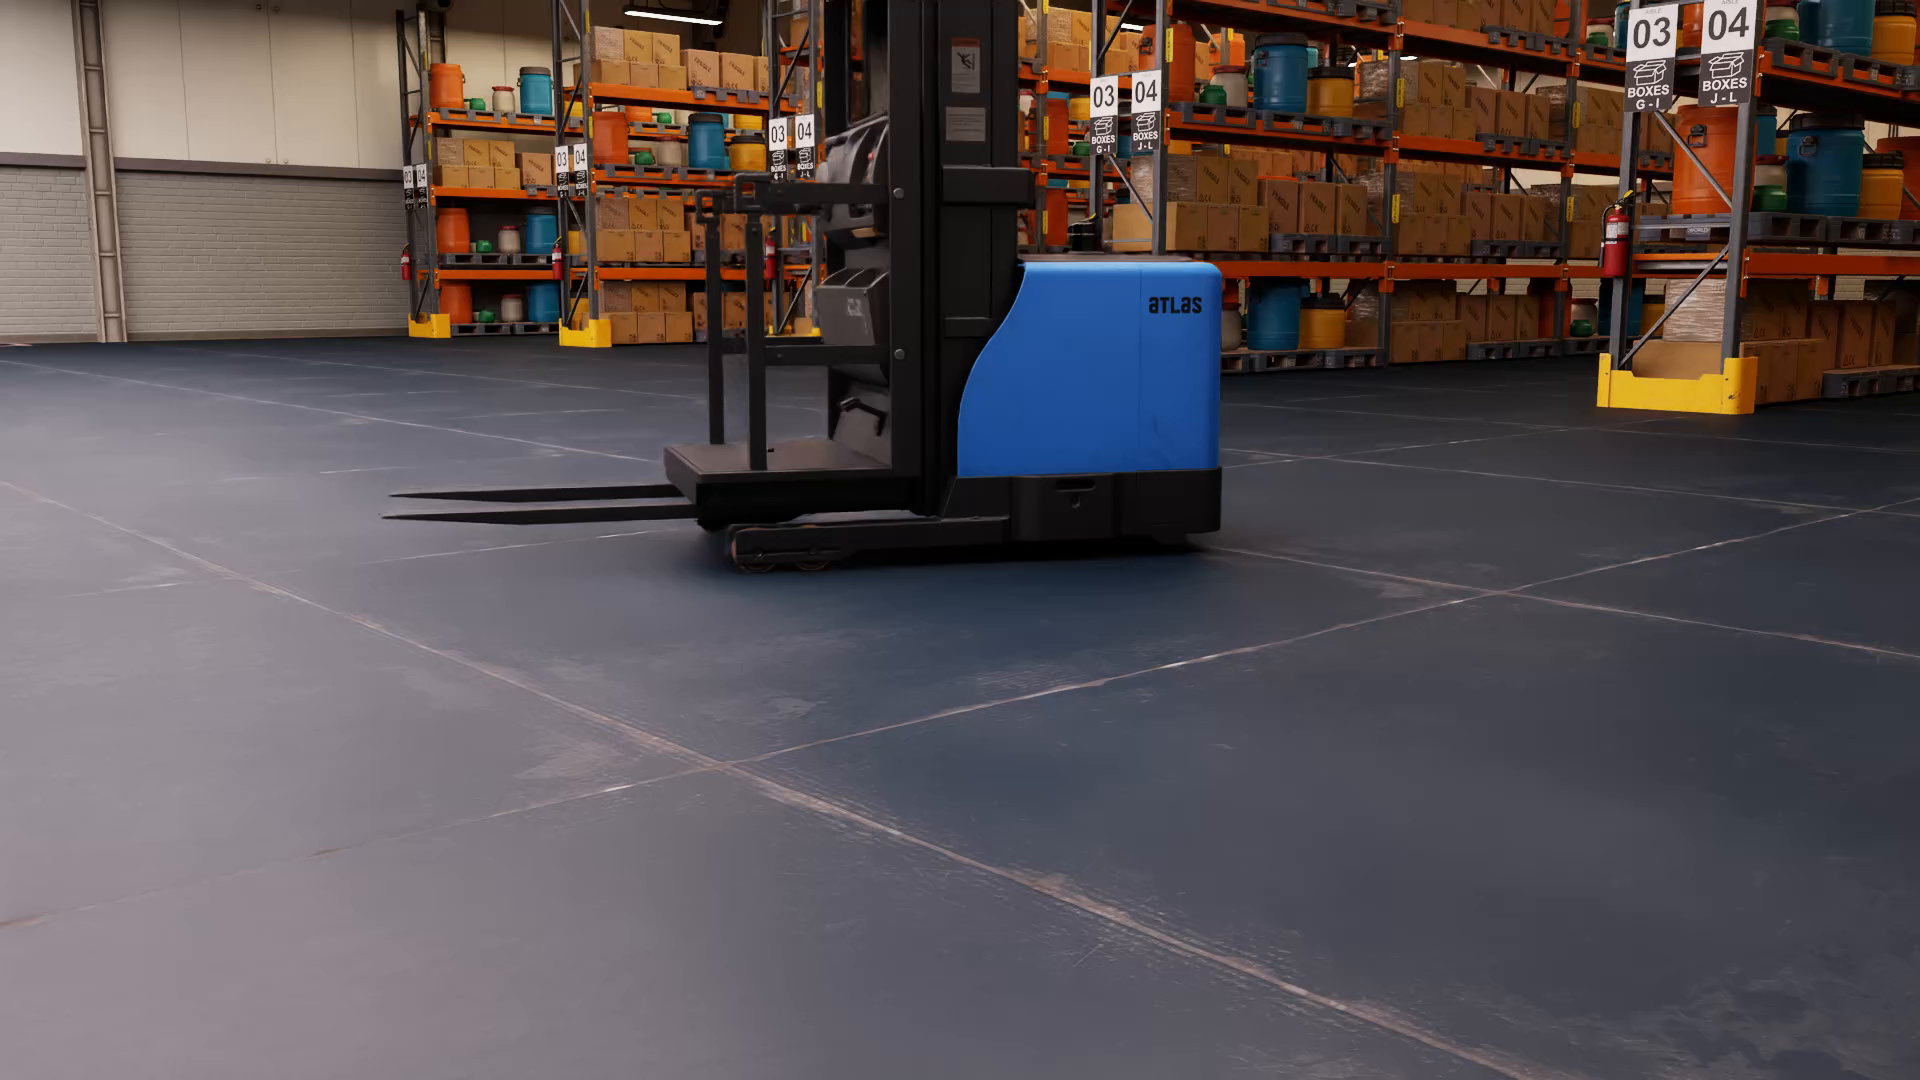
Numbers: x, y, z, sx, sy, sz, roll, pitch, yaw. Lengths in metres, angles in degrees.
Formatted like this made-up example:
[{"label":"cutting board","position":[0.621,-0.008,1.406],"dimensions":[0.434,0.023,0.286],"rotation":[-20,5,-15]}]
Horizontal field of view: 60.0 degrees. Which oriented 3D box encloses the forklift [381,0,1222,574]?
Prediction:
[{"label":"forklift","position":[-0.586,-1.420,6.132],"dimensions":[3.031,2.935,1.130],"rotation":[-3,9,-16]}]
